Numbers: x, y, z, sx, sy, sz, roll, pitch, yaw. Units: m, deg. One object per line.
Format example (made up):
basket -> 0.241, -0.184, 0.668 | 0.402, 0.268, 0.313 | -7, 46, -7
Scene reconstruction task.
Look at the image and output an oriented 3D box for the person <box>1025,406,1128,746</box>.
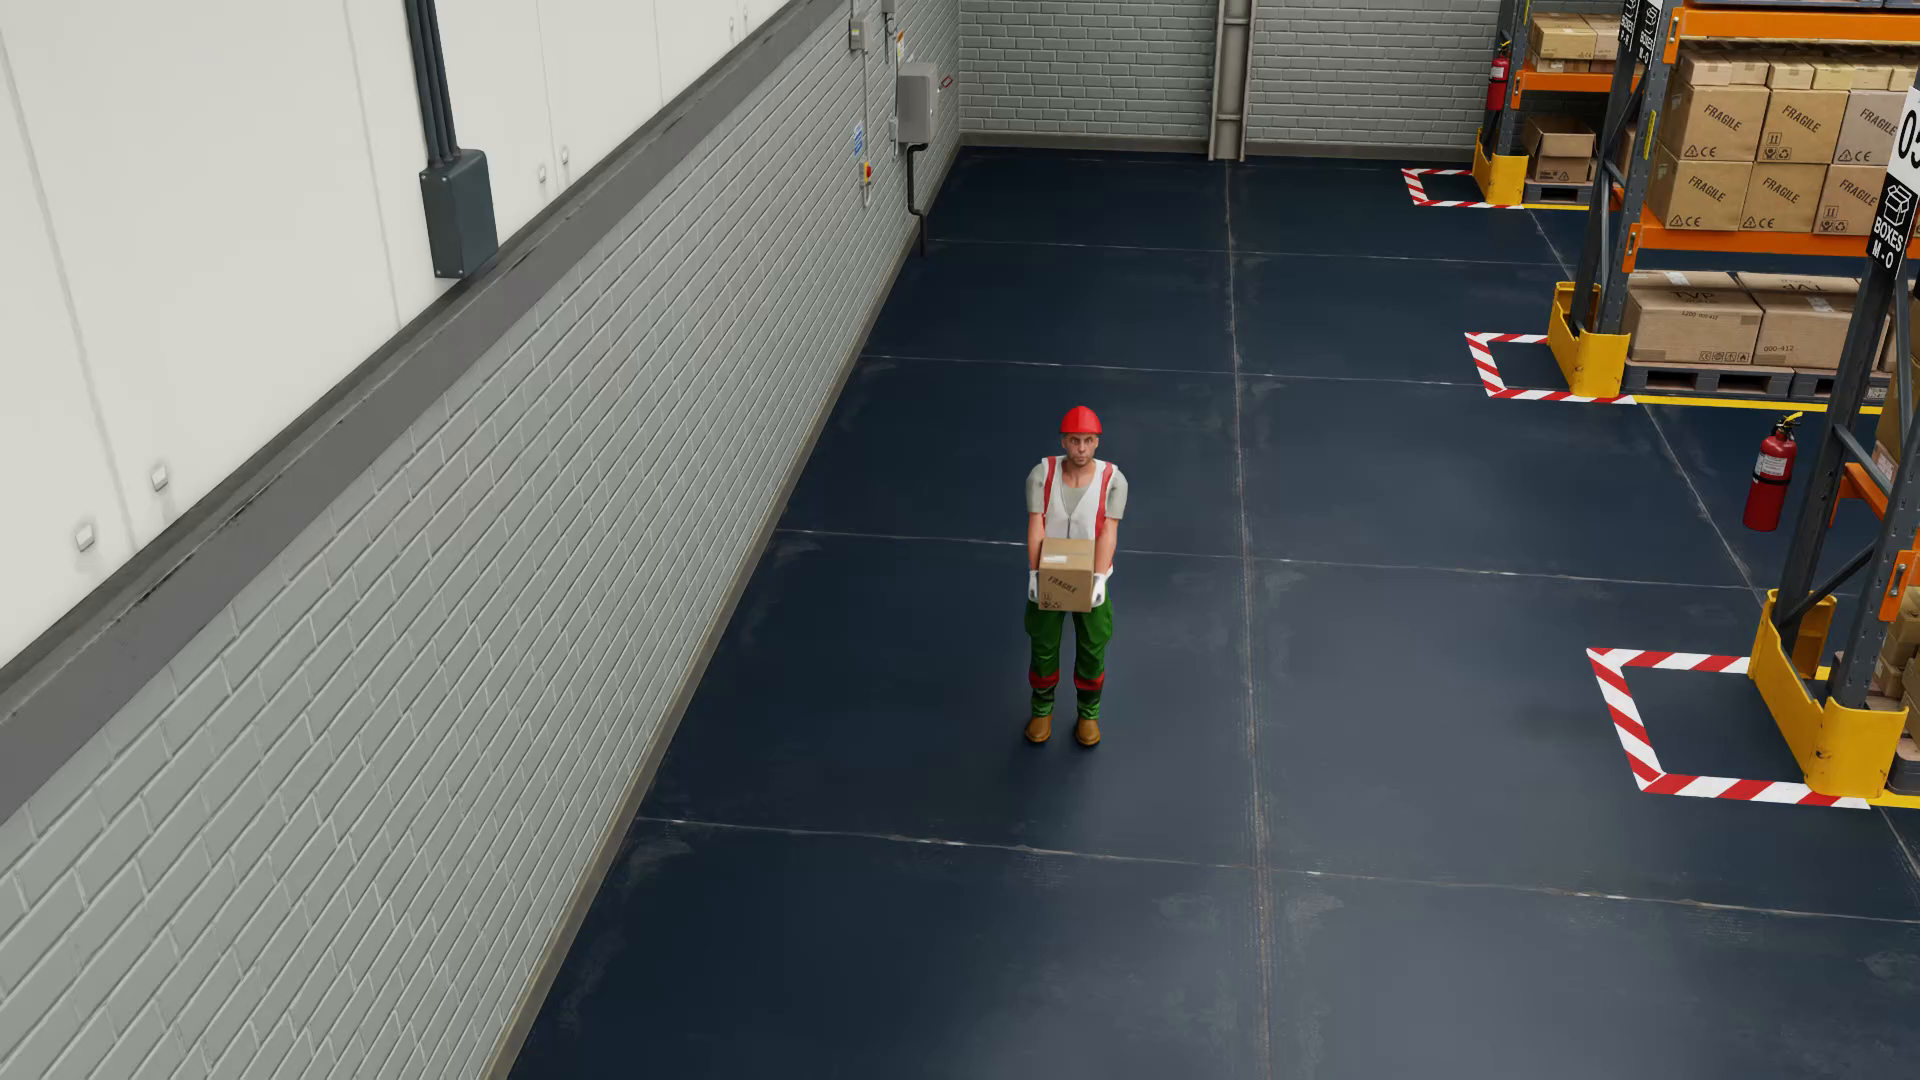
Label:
person -> 0.546, 0.235, 8.165 | 0.494, 1.782, 0.573 | 3, 28, 6
